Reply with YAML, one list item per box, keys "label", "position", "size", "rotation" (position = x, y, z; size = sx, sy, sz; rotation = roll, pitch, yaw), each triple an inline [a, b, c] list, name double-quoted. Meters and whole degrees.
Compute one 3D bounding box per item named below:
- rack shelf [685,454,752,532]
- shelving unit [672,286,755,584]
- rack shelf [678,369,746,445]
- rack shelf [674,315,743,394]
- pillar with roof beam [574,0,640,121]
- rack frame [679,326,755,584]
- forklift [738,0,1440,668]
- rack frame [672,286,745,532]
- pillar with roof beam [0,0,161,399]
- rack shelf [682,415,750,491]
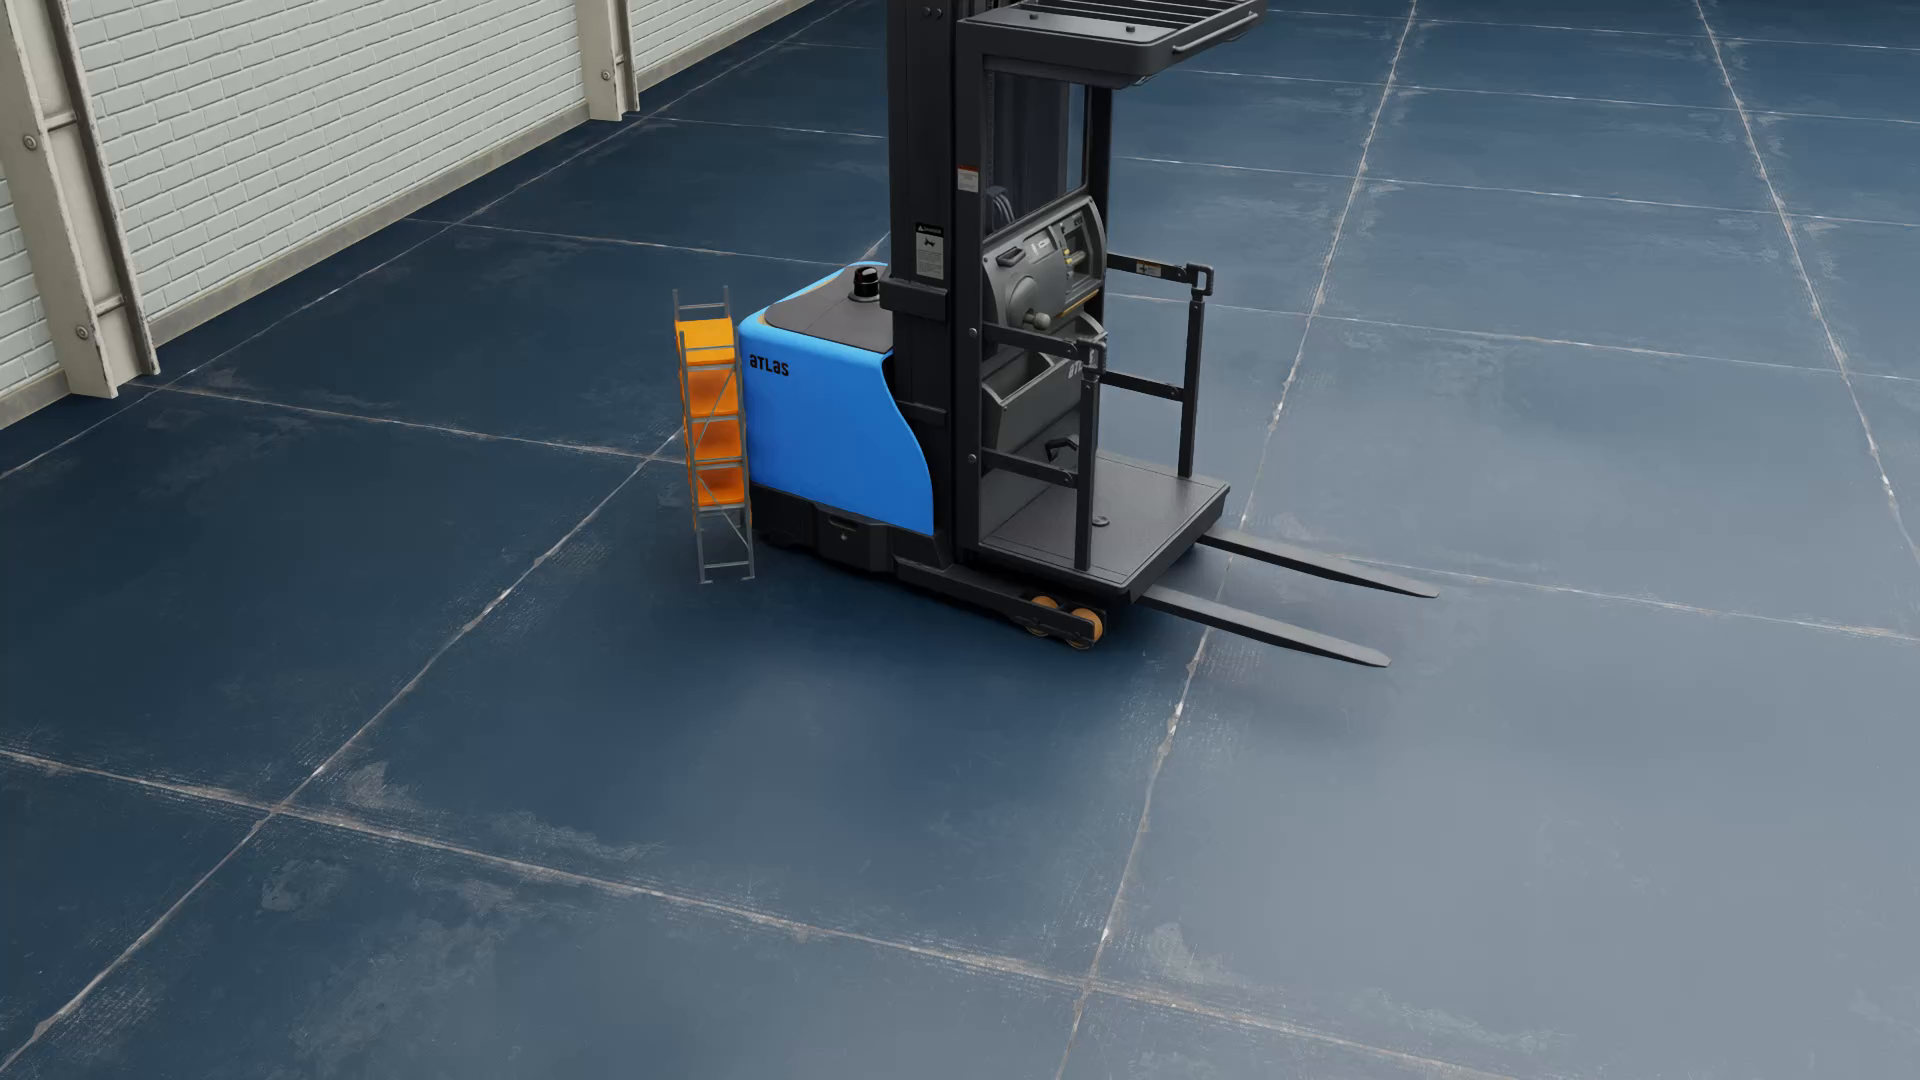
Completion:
- label: "rack shelf"
  position: [-1.086, -0.227, 7.469]
  size: [0.258, 0.148, 0.480]
  rotation: [-6, 30, -10]
- label: "shelving unit"
  position: [-1.085, -0.459, 7.340]
  size: [0.258, 1.200, 0.503]
  rotation: [-6, 30, -10]
- label: "rack shelf"
  position: [-1.085, -0.596, 7.264]
  size: [0.258, 0.148, 0.480]
  rotation: [-6, 30, -10]
- label: "rack shelf"
  position: [-1.085, -0.802, 7.149]
  size: [0.258, 0.148, 0.480]
  rotation: [-6, 30, -10]
- label: "pillar with roof beam"
  position: [1.122, -6.997, 11.071]
  size: [9.100, 9.000, 0.400]
  rotation: [8, 30, 15]
- label: "rack frame"
  position: [-1.036, -0.343, 7.131]
  size: [0.240, 1.200, 0.015]
  rotation: [-6, 30, -10]
- label: "forklift"
  position: [0.533, -1.121, 6.750]
  size: [3.031, 2.935, 1.130]
  rotation: [17, 33, 27]
- label: "rack frame"
  position: [-1.135, -0.575, 7.549]
  size: [0.240, 1.200, 0.015]
  rotation: [-6, 30, -10]
- label: "pillar with roof beam"
  position: [-0.639, -4.209, 6.059]
  size: [9.100, 9.000, 0.400]
  rotation: [8, 30, 15]
- label: "rack shelf"
  position: [-1.085, -0.400, 7.373]
  size: [0.258, 0.148, 0.480]
  rotation: [-6, 30, -10]
